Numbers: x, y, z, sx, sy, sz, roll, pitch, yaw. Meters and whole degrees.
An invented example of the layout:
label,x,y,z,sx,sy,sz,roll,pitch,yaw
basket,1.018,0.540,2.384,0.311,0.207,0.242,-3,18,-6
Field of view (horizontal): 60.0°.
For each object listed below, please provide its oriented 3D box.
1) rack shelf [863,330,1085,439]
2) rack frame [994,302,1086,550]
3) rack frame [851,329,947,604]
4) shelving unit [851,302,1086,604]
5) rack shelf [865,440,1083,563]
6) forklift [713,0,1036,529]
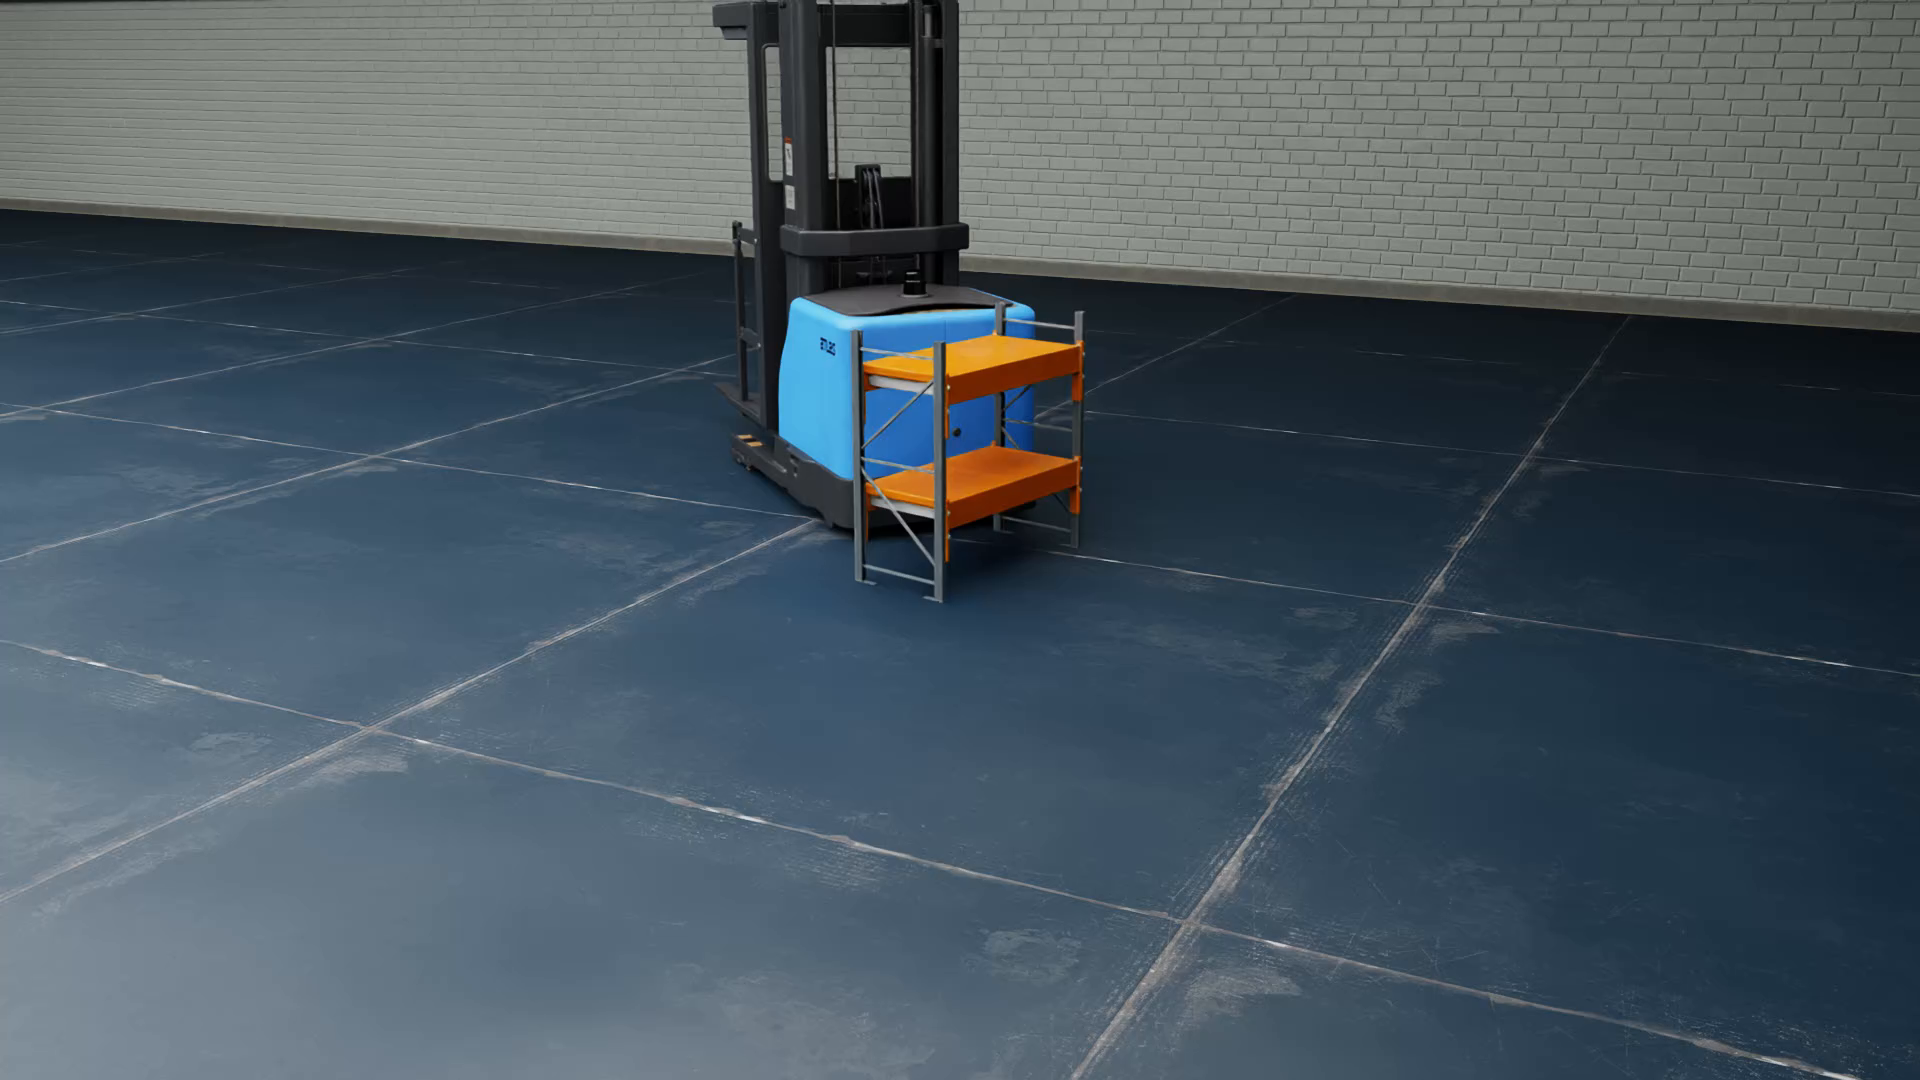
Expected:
label,x,y,z,sx,sy,sz,roll,pitch,yaw
rack shelf,0.054,-0.708,7.404,0.538,0.278,1.000,13,21,37
rack frame,0.370,-0.541,7.869,0.500,1.125,0.032,13,21,37
rack frame,-0.262,-0.314,7.106,0.500,1.125,0.032,13,21,37
shelving unit,0.054,-0.427,7.487,0.538,1.125,1.048,13,21,37
rack shelf,0.054,-0.193,7.557,0.538,0.278,1.000,13,21,37
forklift,-0.664,-1.834,9.052,1.130,2.935,3.031,-7,18,-22
